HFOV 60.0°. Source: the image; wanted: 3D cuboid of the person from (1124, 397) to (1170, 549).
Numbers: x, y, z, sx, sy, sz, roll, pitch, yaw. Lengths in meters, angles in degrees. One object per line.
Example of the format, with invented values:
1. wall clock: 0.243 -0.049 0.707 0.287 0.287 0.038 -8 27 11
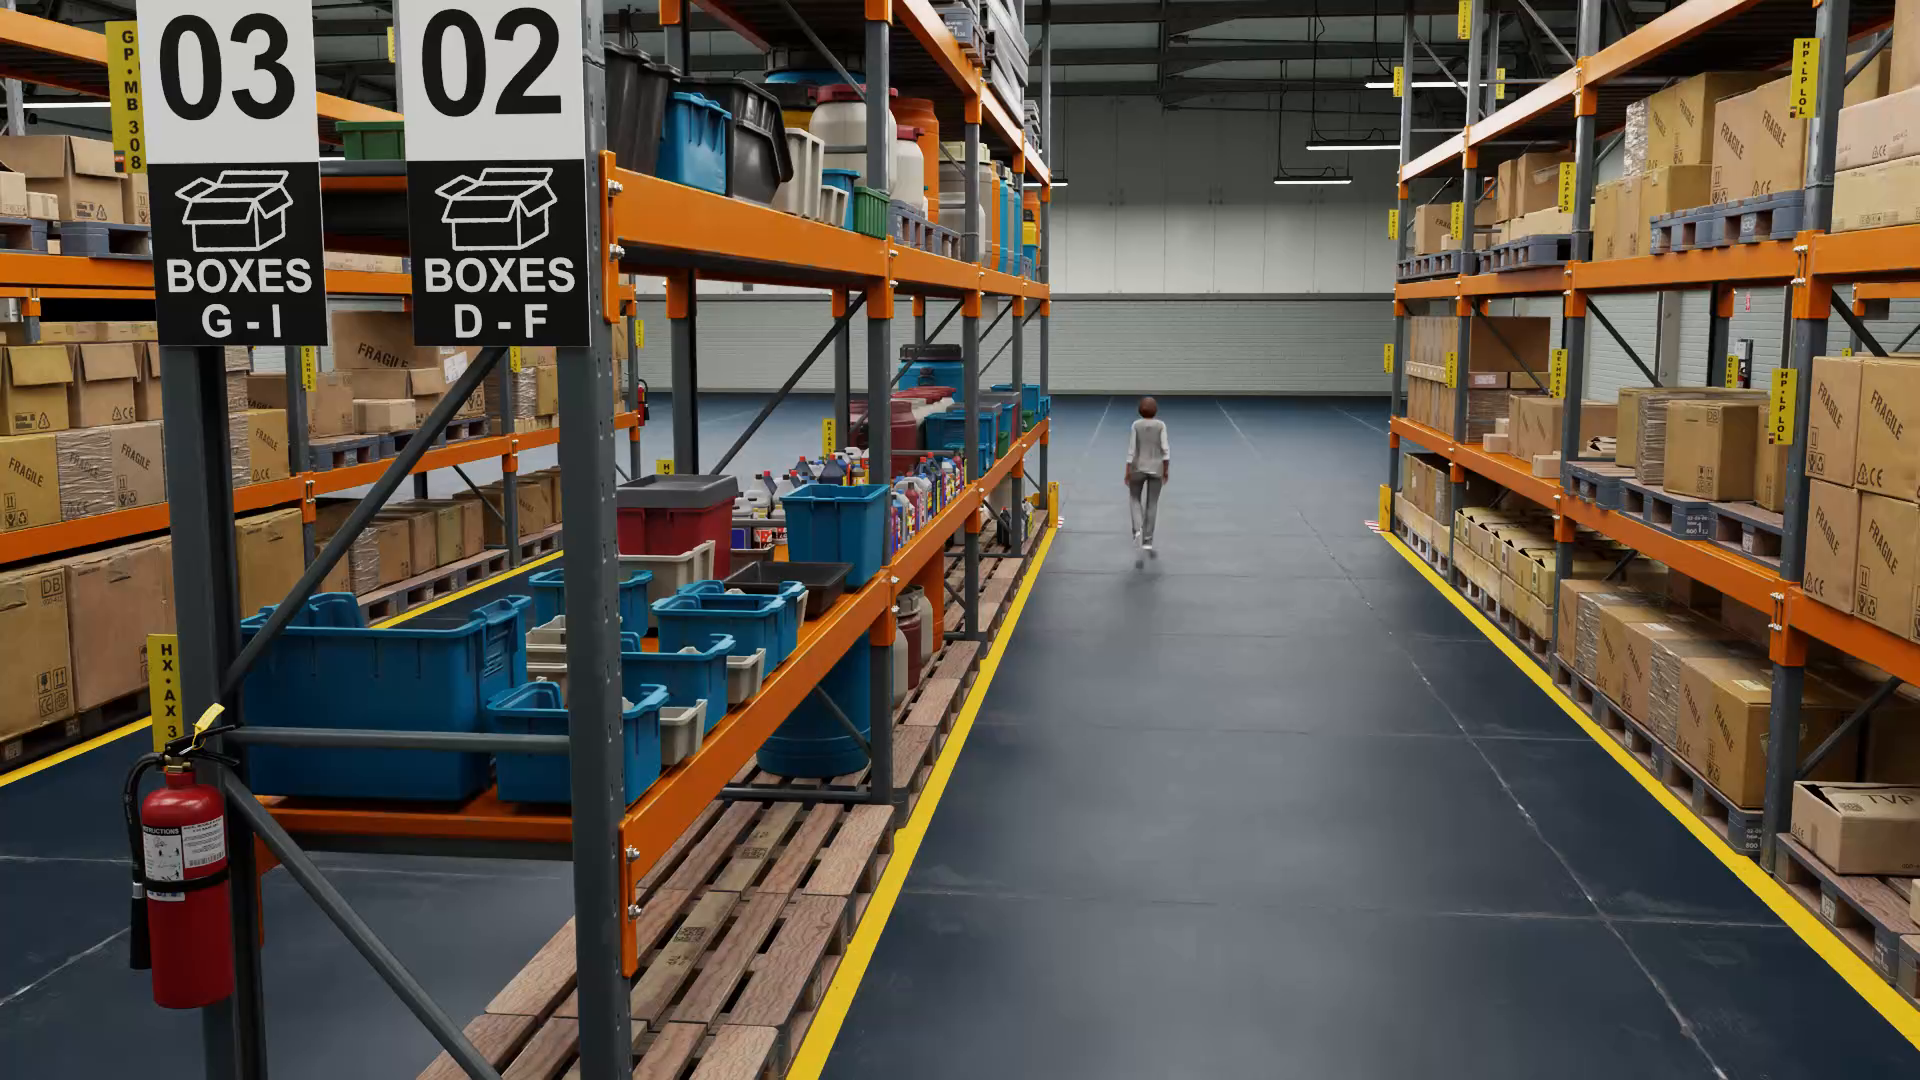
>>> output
1. person: 1.962 -0.680 17.449 0.471 1.617 0.485 1 8 6
